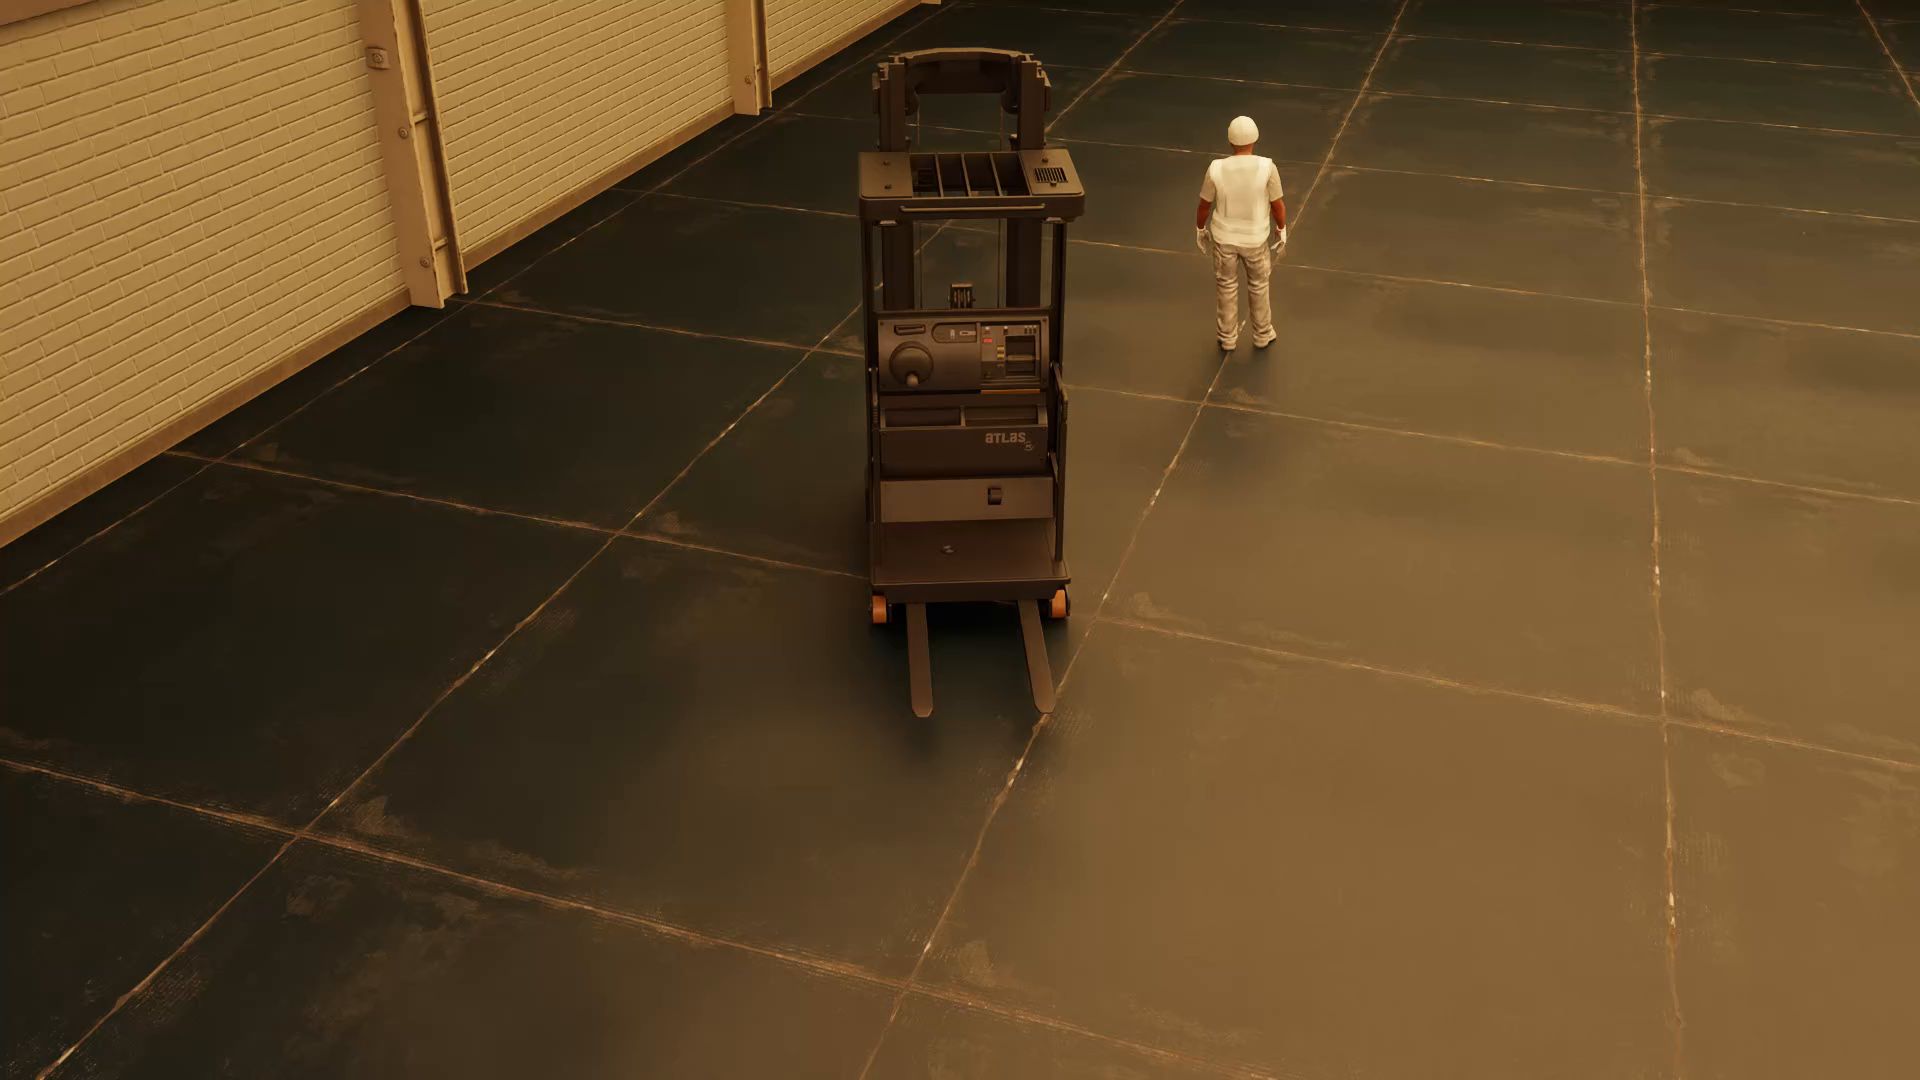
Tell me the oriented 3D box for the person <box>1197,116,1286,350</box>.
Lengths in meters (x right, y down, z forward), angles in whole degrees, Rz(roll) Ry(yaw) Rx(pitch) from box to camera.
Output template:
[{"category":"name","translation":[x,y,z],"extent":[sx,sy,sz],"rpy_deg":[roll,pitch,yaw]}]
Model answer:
[{"category":"person","translation":[2.077,-2.268,12.260],"extent":[0.656,1.781,0.577],"rpy_deg":[7,30,12]}]

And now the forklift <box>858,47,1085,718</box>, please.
[{"category":"forklift","translation":[0.035,-0.972,8.842],"extent":[1.130,2.935,3.031],"rpy_deg":[-2,30,-3]}]
